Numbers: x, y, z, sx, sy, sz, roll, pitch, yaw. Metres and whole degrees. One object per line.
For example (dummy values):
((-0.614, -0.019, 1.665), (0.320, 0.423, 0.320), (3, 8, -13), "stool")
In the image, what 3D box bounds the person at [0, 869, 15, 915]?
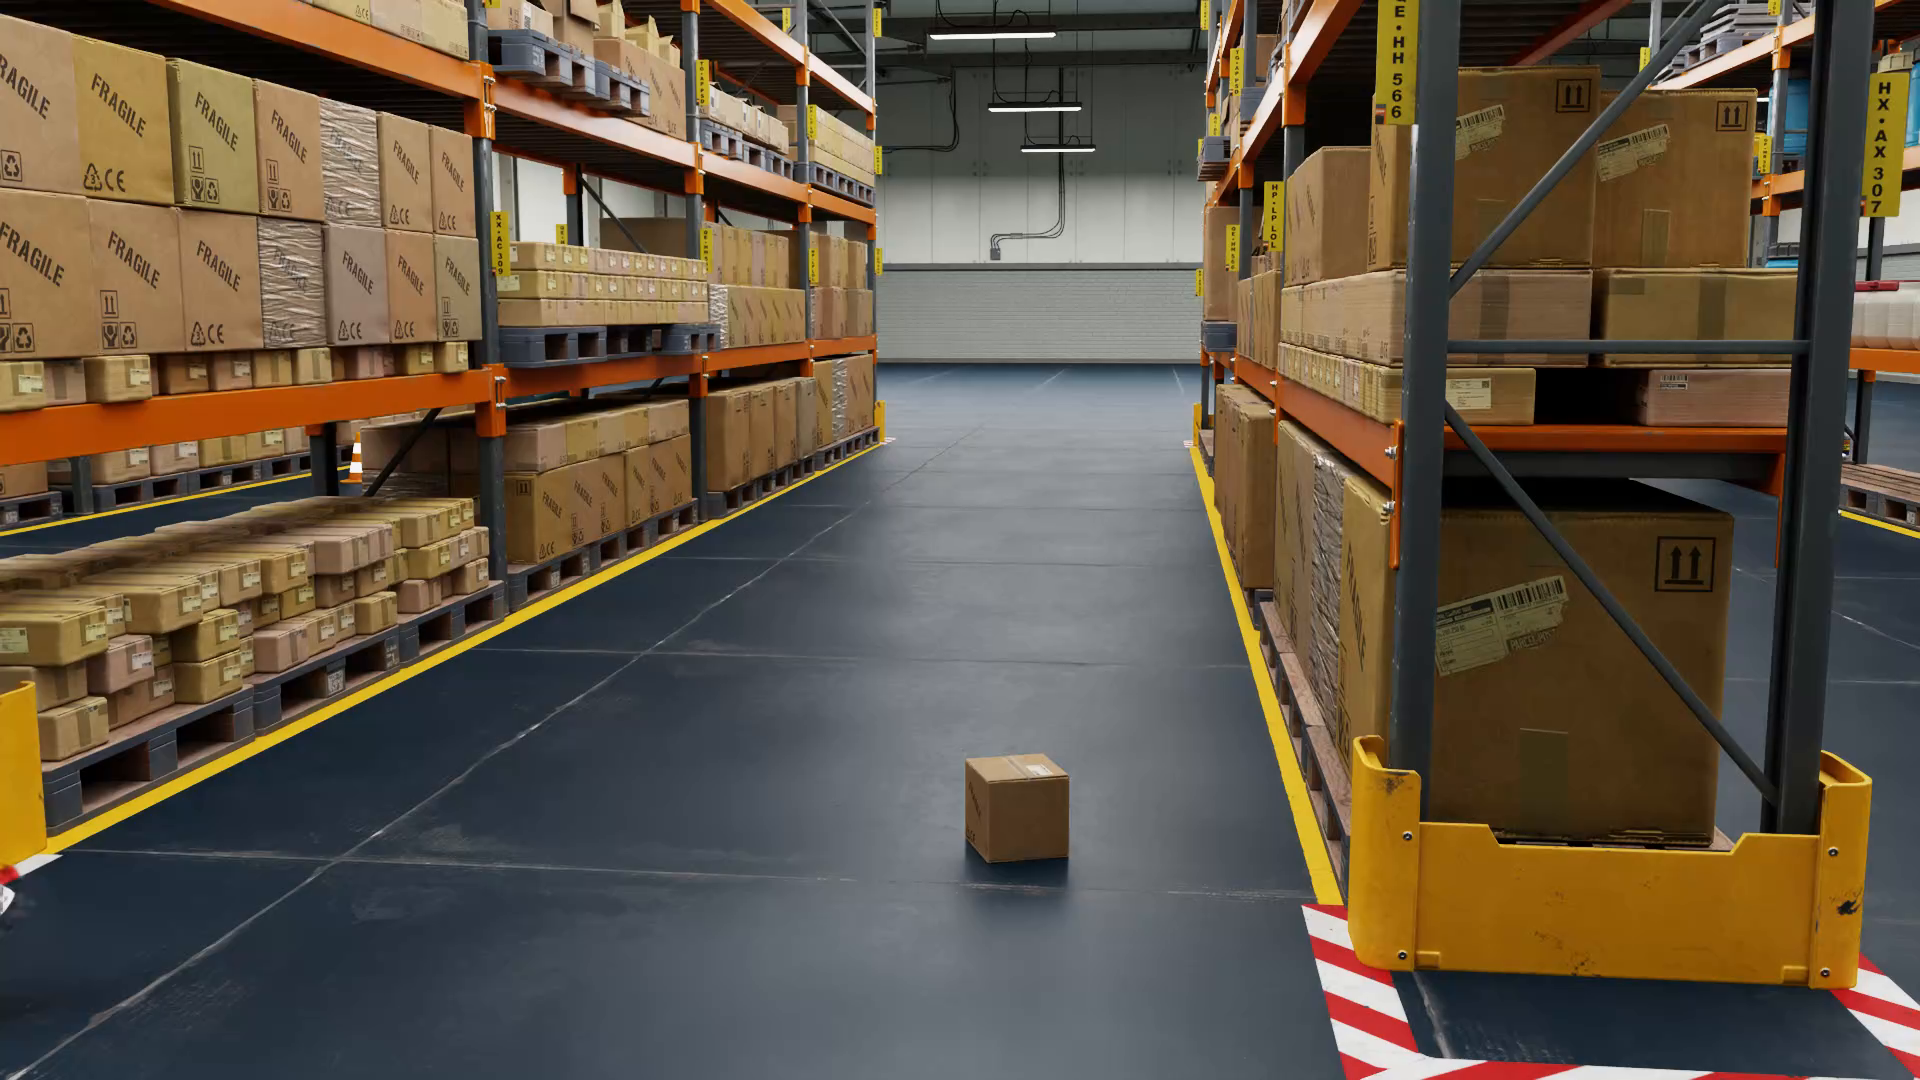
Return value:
((-2.557, 0.289, 3.648), (0.763, 1.572, 0.419), (-5, 9, -31), "person")
